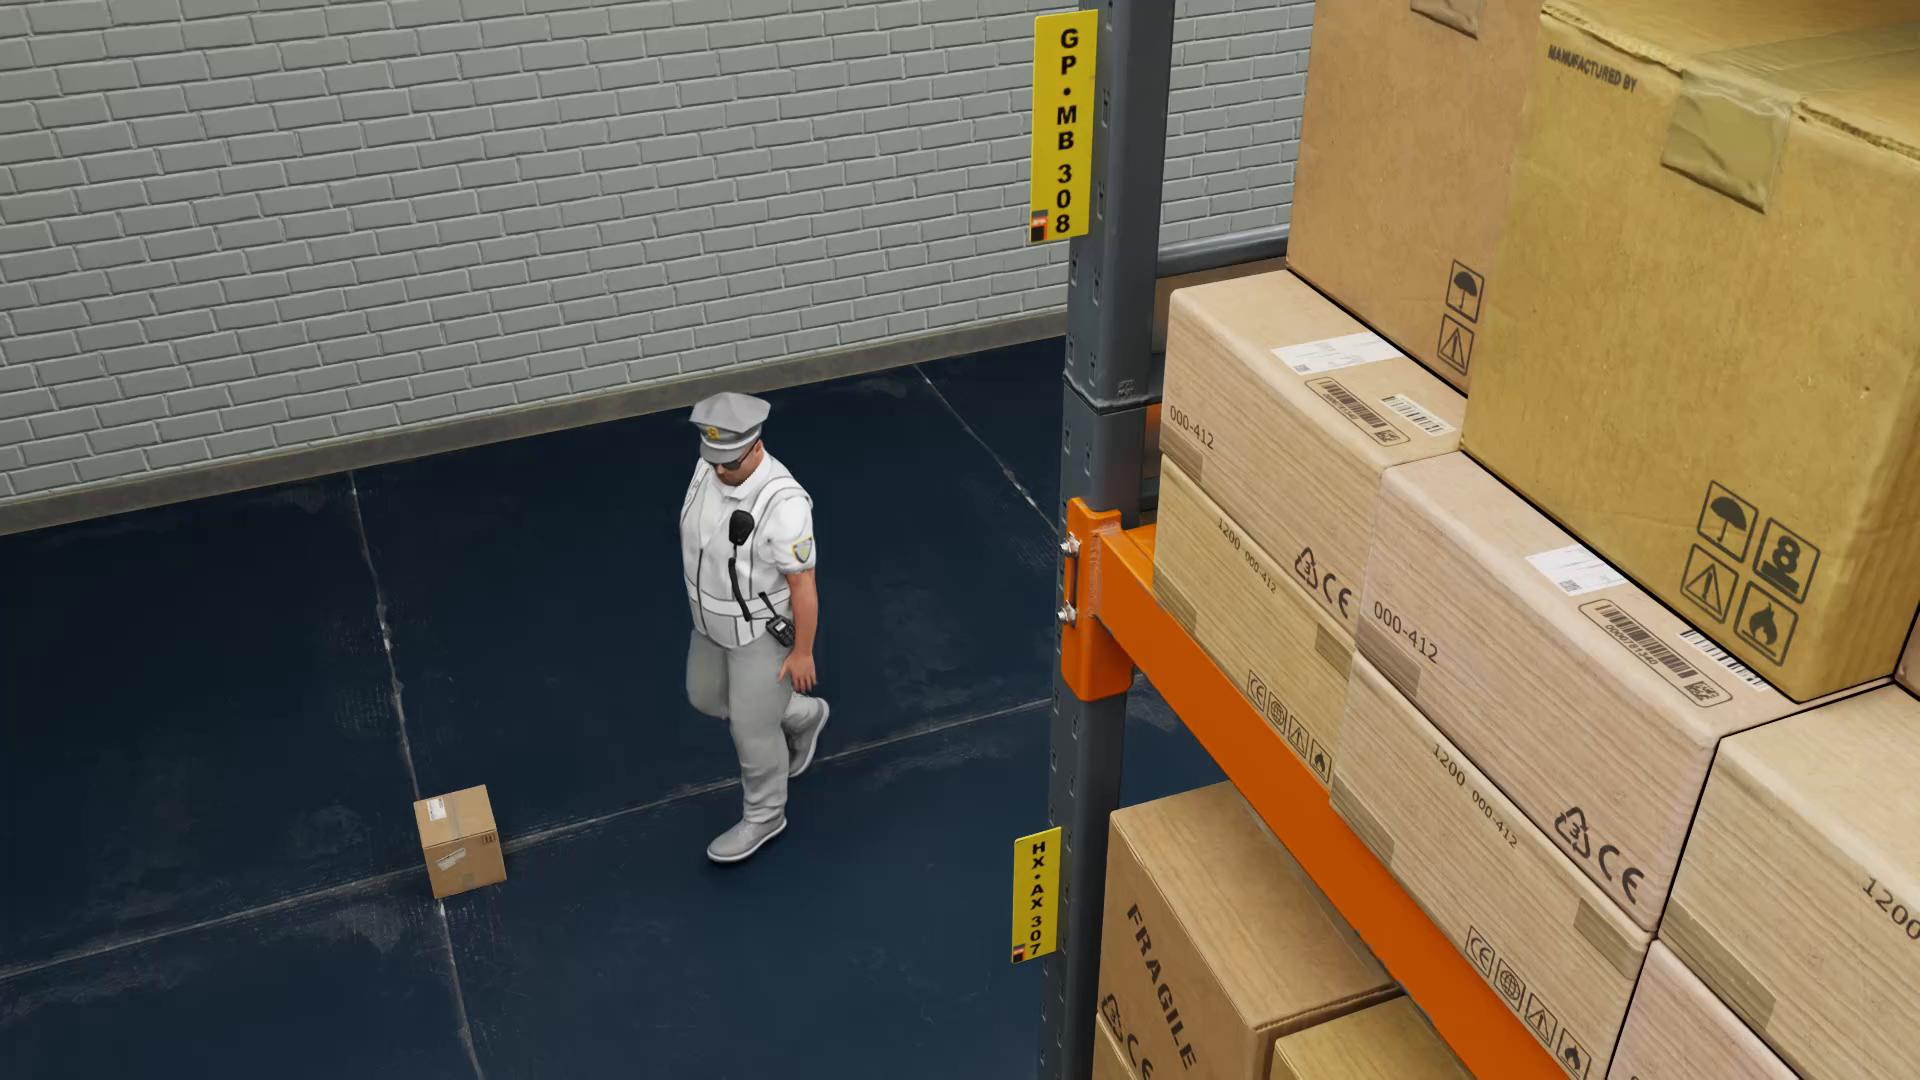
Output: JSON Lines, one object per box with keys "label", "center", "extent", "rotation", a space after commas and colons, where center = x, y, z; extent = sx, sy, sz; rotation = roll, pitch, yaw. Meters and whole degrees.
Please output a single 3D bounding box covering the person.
{"label": "person", "center": [-0.702, 0.267, 5.706], "extent": [0.676, 1.733, 0.570], "rotation": [-27, 42, -34]}
